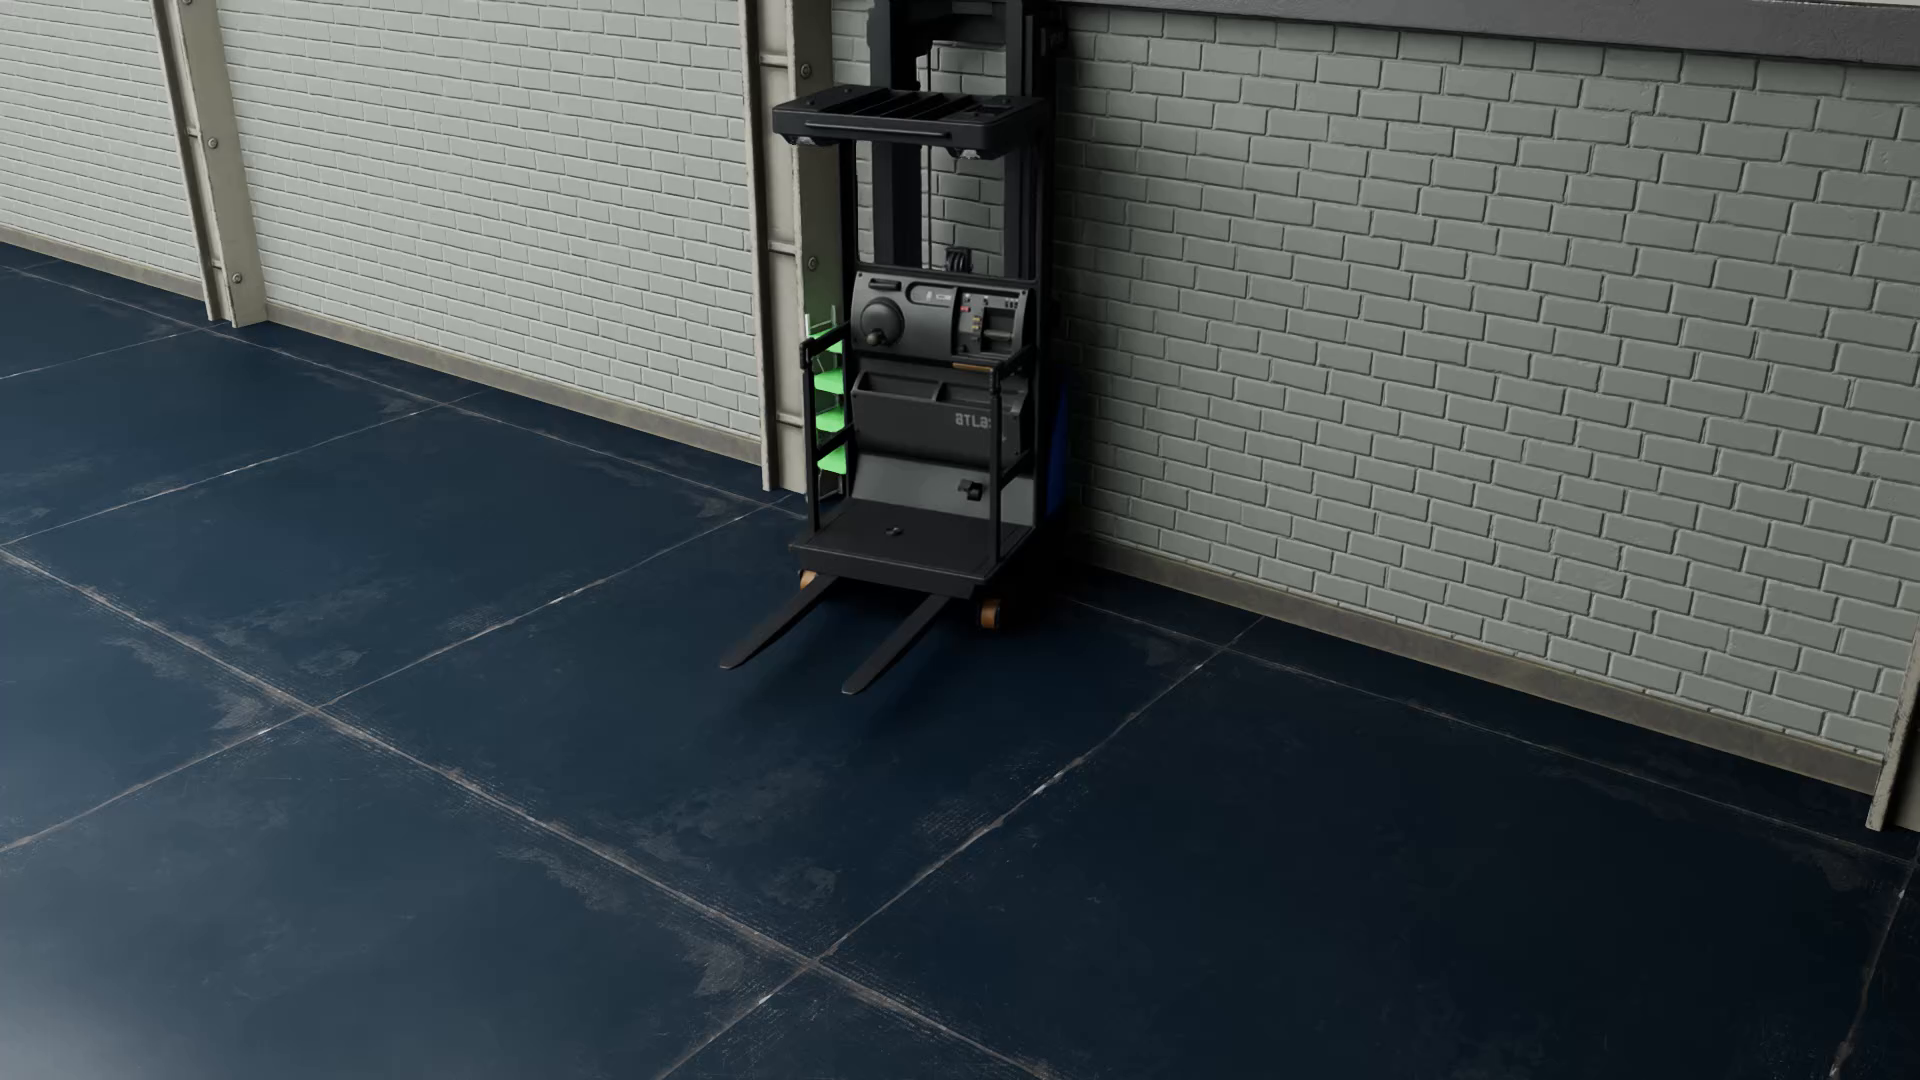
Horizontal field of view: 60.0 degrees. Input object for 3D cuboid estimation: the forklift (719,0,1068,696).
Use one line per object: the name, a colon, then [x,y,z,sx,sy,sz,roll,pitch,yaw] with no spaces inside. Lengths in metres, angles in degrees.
forklift: [-0.186,-1.084,8.076,1.130,2.935,3.031,10,26,21]

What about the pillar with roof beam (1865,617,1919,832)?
pillar with roof beam: [1.288,-1.584,1.684,0.400,9.000,9.100,17,29,33]

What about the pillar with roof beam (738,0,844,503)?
pillar with roof beam: [-3.514,-3.035,4.977,0.400,9.000,9.100,17,29,33]

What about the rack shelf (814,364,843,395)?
rack shelf: [-0.583,-0.849,9.377,0.480,0.148,0.258,16,28,33]

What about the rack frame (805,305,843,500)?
rack frame: [-0.778,-0.743,9.579,0.015,1.200,0.240,16,28,33]

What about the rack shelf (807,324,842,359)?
rack shelf: [-0.585,-1.069,9.281,0.480,0.148,0.258,16,28,33]

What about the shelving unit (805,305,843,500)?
shelving unit: [-0.581,-0.687,9.447,0.503,1.200,0.258,16,28,33]

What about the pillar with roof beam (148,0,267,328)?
pillar with roof beam: [-8.315,-4.486,8.270,0.400,9.000,9.100,17,29,33]
